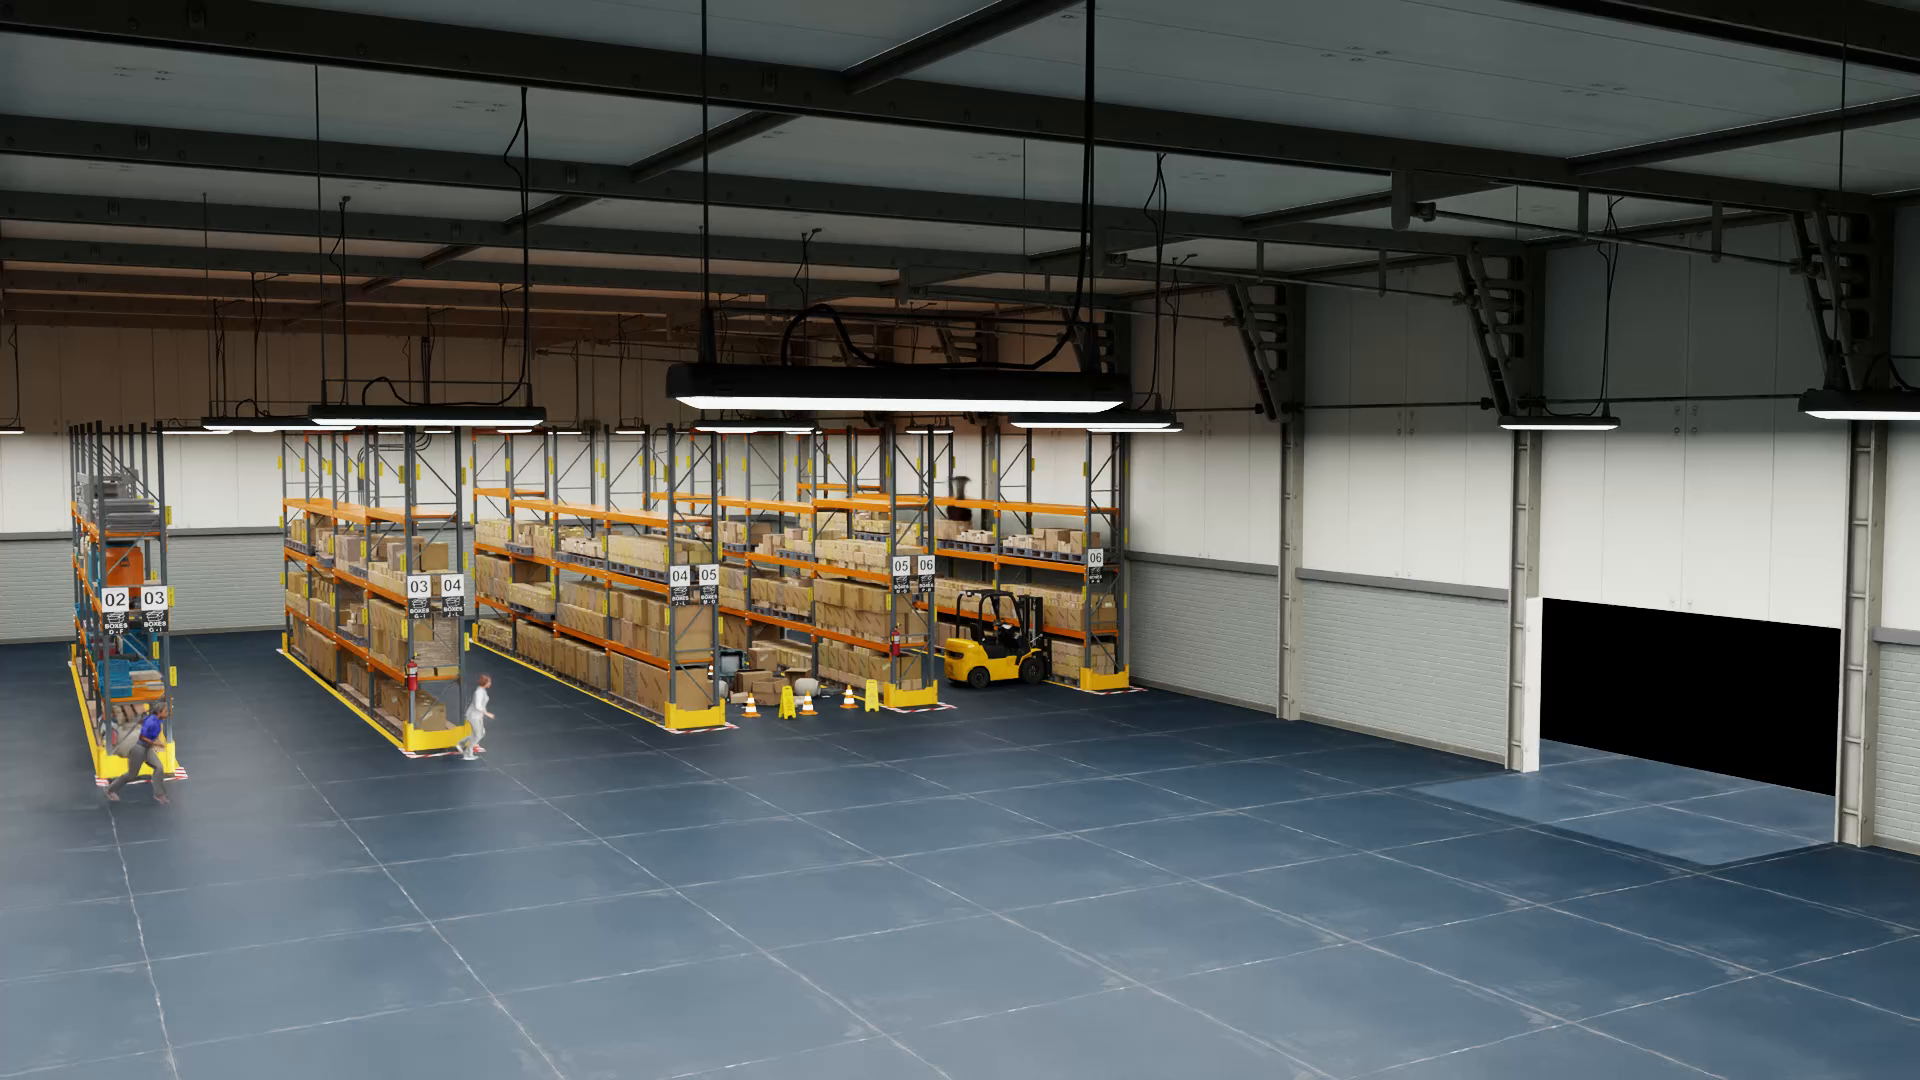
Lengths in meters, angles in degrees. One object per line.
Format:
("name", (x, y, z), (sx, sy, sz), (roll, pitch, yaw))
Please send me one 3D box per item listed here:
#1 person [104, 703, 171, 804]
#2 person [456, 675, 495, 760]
("person", (-12.834, 3.359, 25.927), (0.967, 1.616, 0.614), (-1, 4, -12))
("person", (-8.599, 3.144, 29.476), (0.698, 1.515, 0.526), (0, 4, -7))
